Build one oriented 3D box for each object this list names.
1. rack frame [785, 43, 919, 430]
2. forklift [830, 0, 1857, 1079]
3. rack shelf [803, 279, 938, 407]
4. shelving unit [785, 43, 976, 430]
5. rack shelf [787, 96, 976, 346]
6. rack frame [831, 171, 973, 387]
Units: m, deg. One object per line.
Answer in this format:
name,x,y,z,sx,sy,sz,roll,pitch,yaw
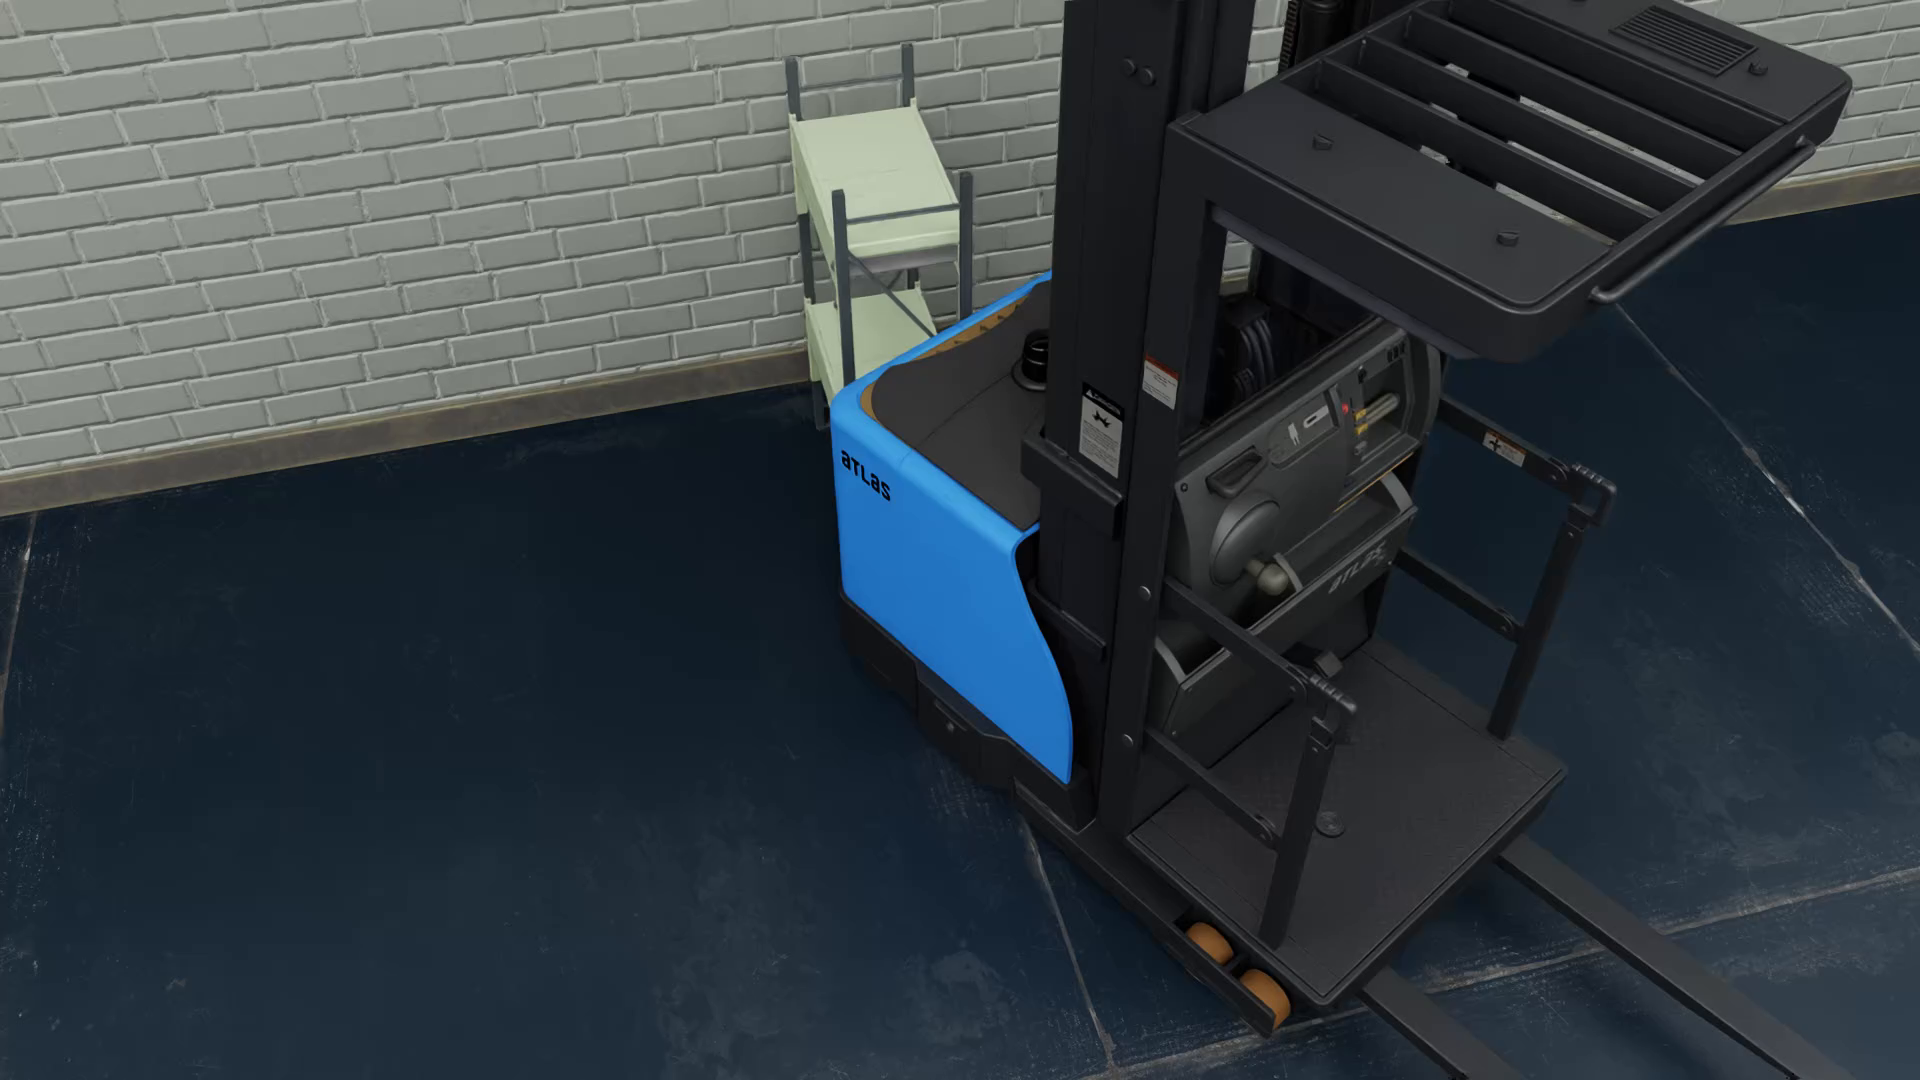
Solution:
rack frame,-0.340,-0.976,5.656,0.400,1.500,0.023,-10,46,-10
forklift,0.980,-0.130,3.825,1.130,2.935,3.031,-33,54,-28
rack shelf,-0.250,-0.494,5.641,0.431,0.370,0.720,-10,46,-10
shelving unit,-0.250,-0.722,5.408,0.431,1.500,0.755,-10,46,-10
rack shelf,-0.250,-0.995,5.129,0.431,0.370,0.720,-10,46,-10
rack frame,-0.159,-0.469,5.159,0.400,1.500,0.023,-10,46,-10
